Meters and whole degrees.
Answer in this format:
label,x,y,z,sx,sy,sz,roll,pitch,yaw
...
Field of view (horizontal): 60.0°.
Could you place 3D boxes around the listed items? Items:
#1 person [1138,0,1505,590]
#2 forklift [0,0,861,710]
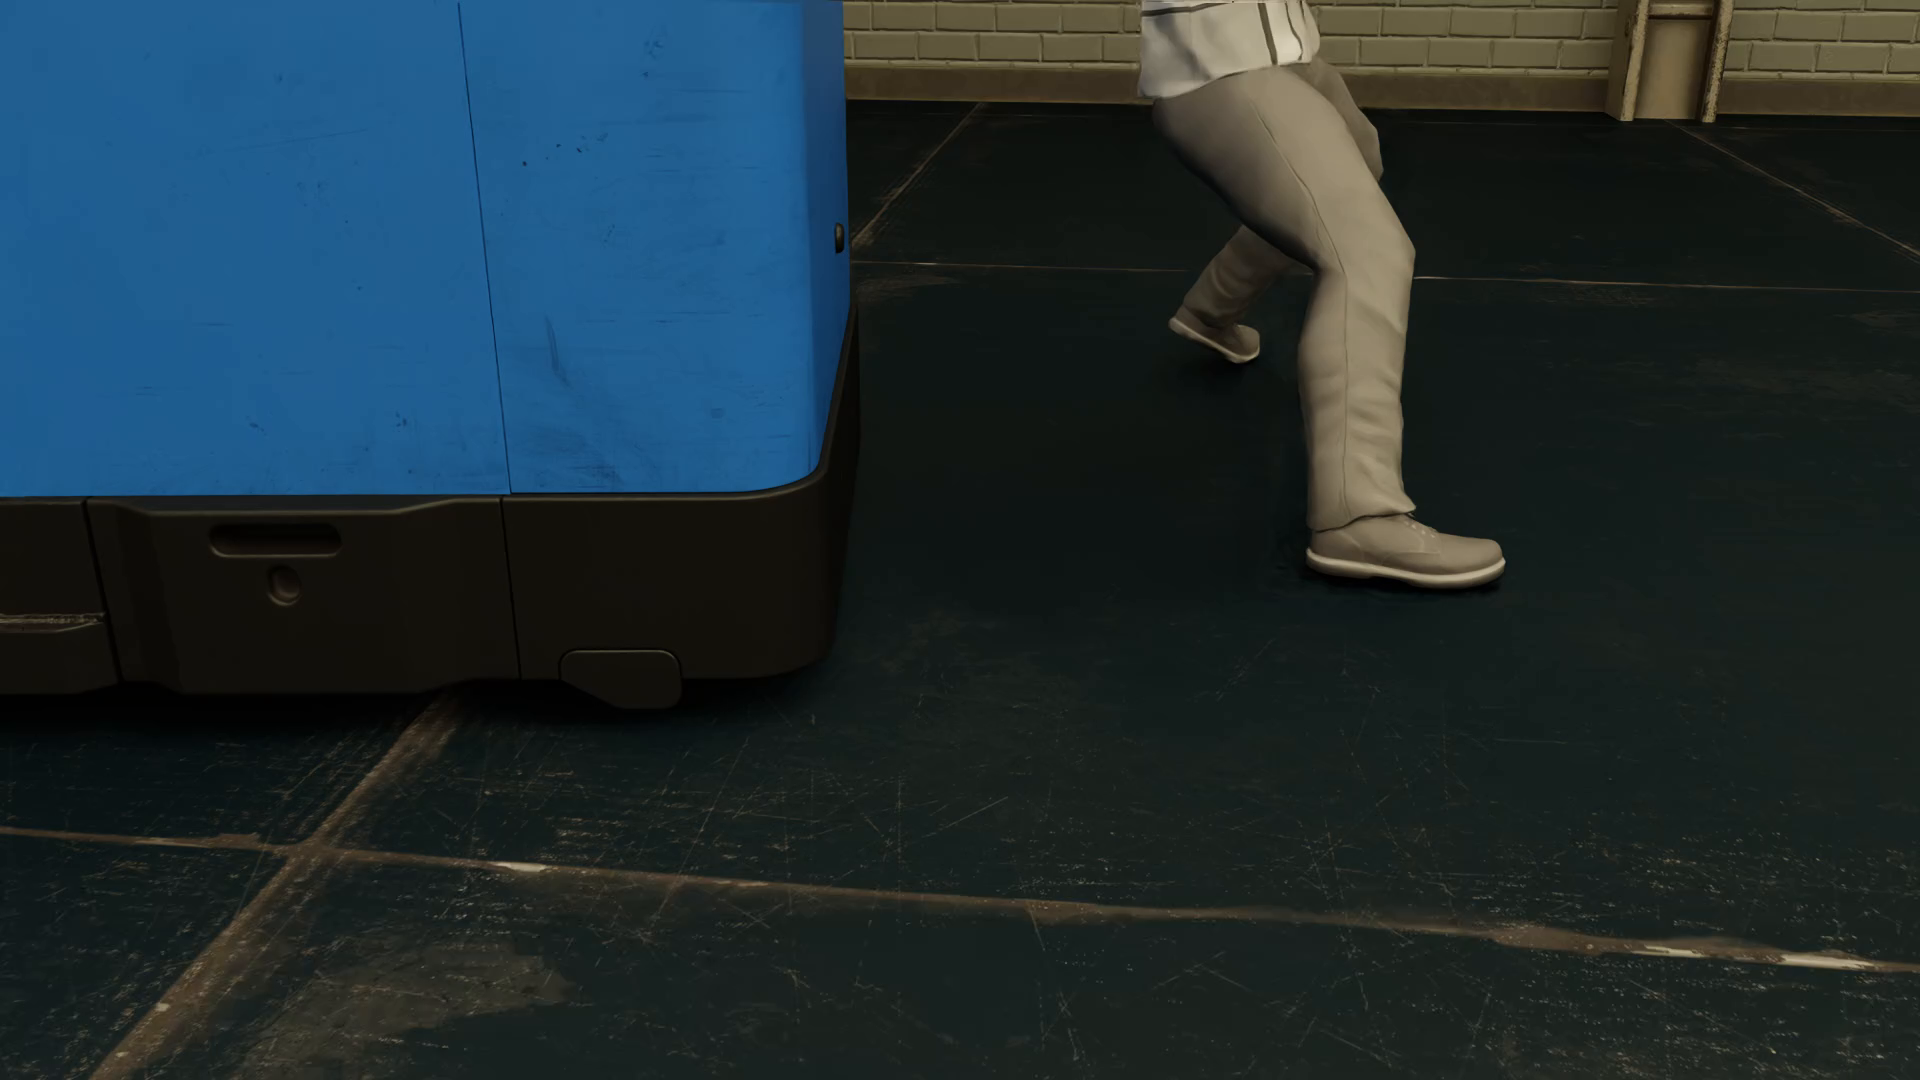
label,x,y,z,sx,sy,sz,roll,pitch,yaw
person,0.648,-0.830,2.796,0.673,1.438,1.224,6,23,15
forklift,-1.685,-1.310,2.006,3.031,2.935,1.130,0,22,-1
